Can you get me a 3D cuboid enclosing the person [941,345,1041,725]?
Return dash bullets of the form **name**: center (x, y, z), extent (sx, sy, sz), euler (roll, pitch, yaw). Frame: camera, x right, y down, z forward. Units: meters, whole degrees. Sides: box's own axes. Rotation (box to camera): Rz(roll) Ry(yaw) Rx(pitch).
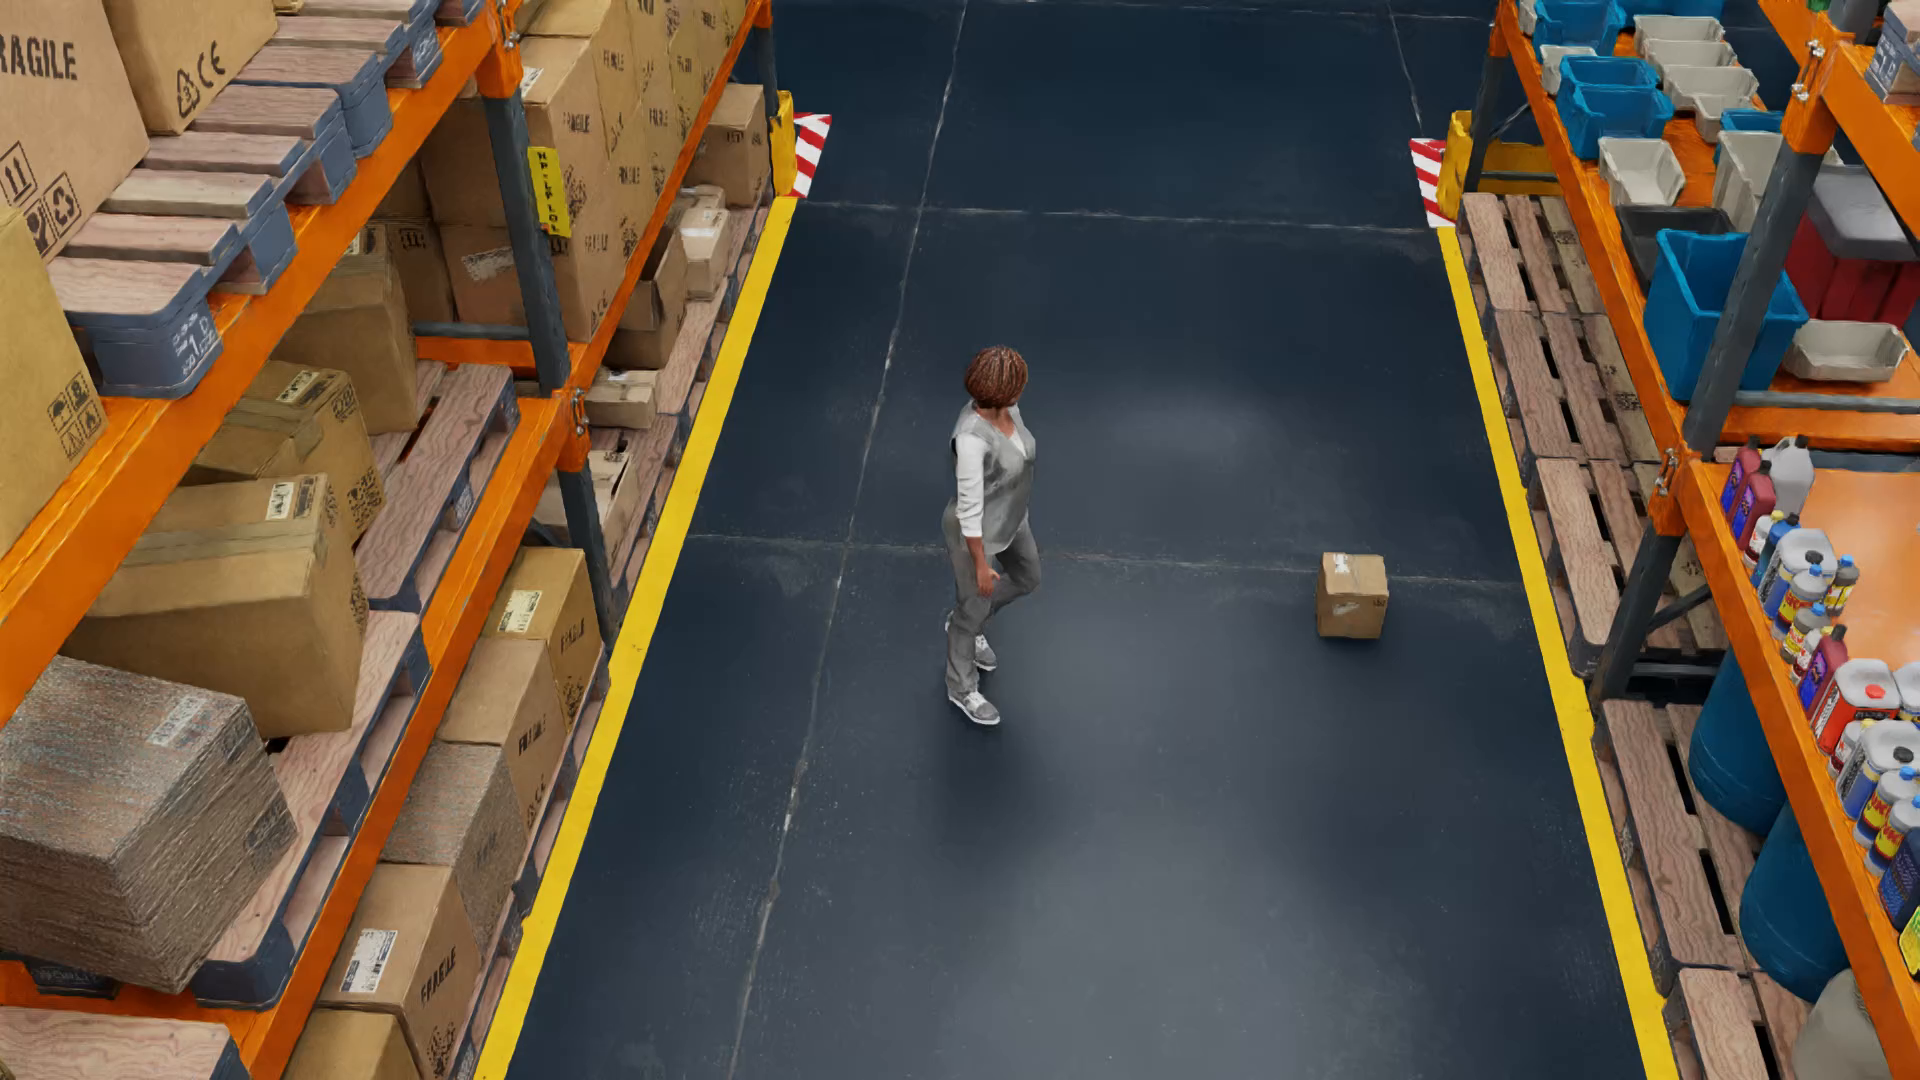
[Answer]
- **person**: center (0.067, -0.030, 6.186), extent (0.380, 1.580, 0.470), euler (17, 44, 19)
